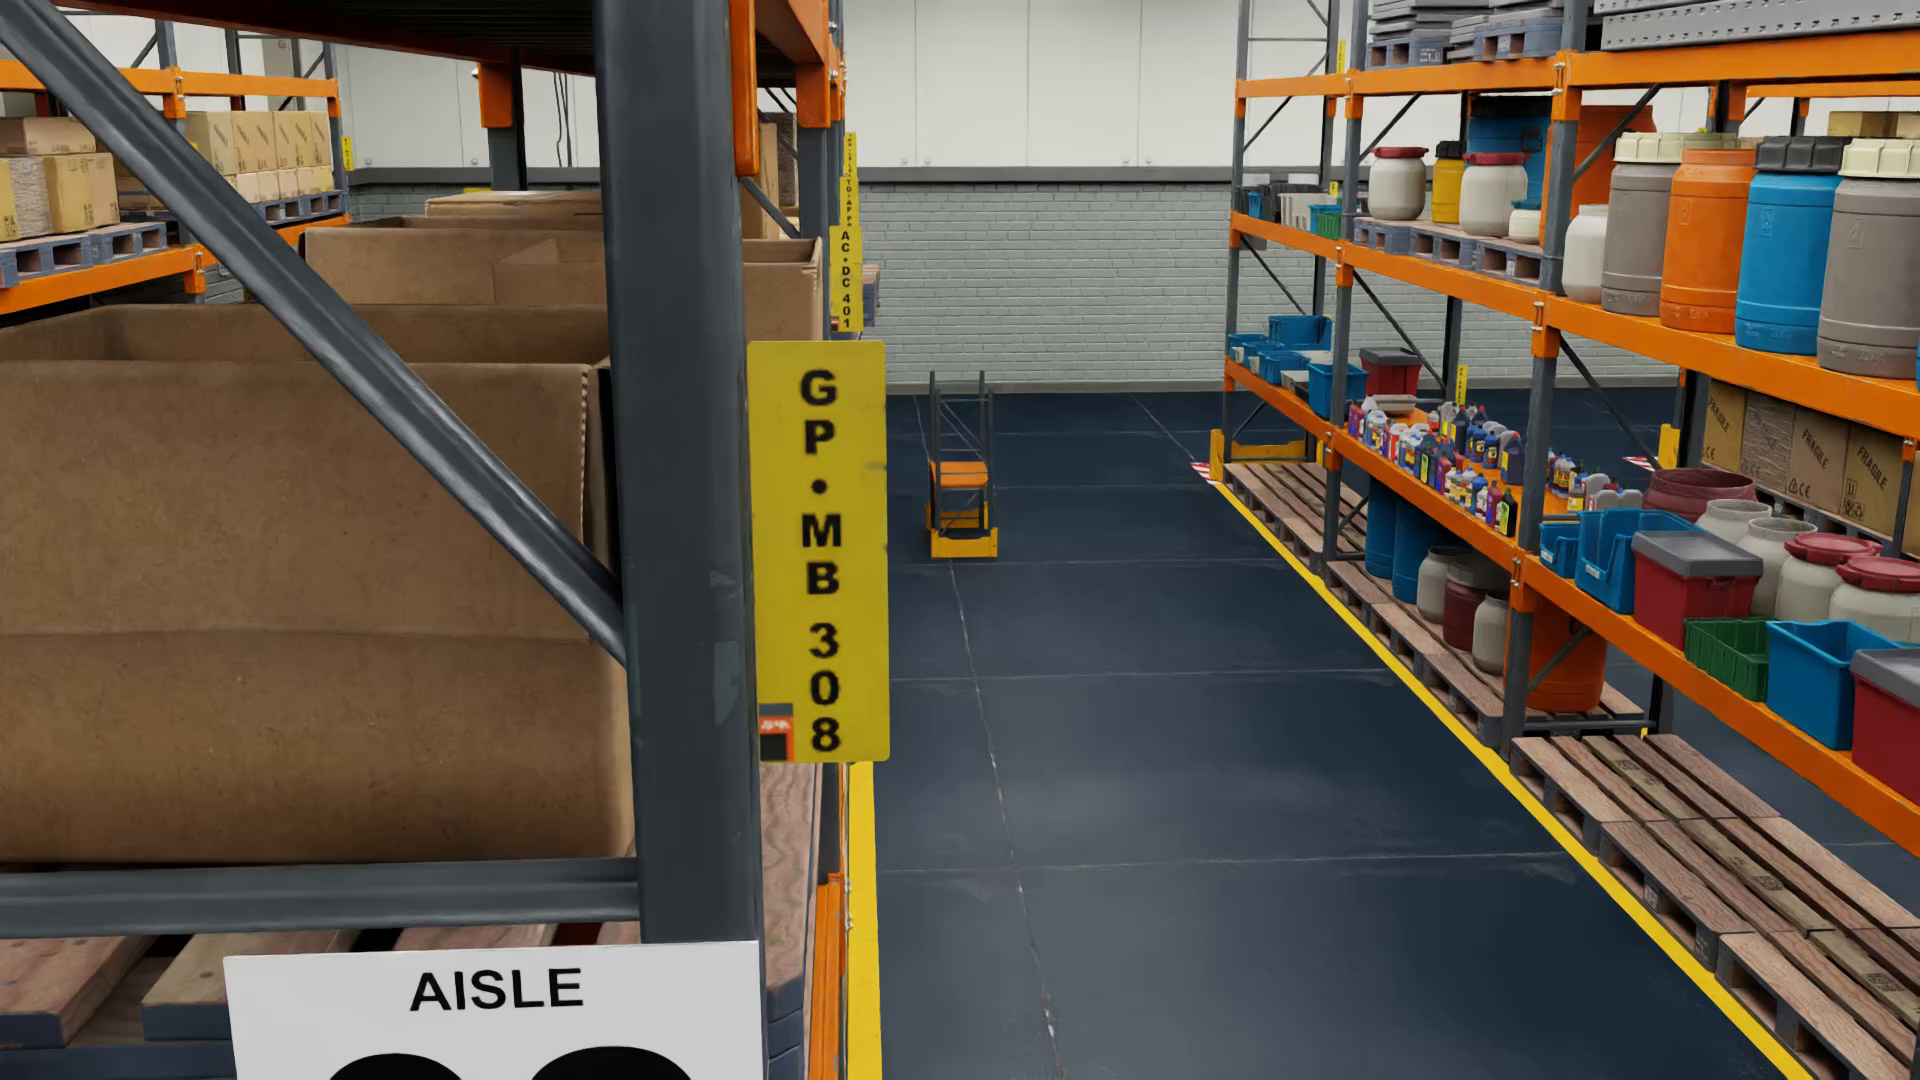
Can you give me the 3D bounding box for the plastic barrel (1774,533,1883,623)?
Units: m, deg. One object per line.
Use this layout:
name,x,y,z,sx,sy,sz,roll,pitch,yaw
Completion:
plastic barrel,4.125,0.267,7.918,0.433,0.535,0.433,0,14,0

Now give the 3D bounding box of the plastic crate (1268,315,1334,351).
plastic crate,3.501,-2.086,17.145,0.616,0.435,0.499,-1,14,-3

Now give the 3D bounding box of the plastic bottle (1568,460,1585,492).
plastic bottle,4.080,-0.393,10.991,0.061,0.283,0.133,-1,14,-3

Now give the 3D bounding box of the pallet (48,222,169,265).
pallet,-6.240,-2.105,11.775,0.805,0.209,1.217,-1,15,-6

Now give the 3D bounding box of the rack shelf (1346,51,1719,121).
rack shelf,3.666,-2.991,11.062,1.077,0.370,4.000,-1,14,-3

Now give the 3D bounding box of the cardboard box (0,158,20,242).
cardboard box,-6.292,-2.080,10.211,0.700,0.500,0.500,0,14,-1

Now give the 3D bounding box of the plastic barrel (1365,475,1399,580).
plastic barrel,3.559,-0.177,13.285,0.600,0.901,0.708,-1,14,-3

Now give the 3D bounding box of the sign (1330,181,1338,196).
sign,3.842,-3.534,17.157,0.100,0.325,0.005,-1,14,-3

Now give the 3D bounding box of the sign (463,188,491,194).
sign,-1.447,-0.905,5.057,0.100,0.325,0.005,-1,14,-3

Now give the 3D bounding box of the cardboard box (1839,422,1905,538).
cardboard box,8.525,-0.541,14.755,0.875,0.875,0.875,-1,14,-3

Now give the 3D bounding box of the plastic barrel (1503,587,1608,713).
plastic barrel,3.743,0.596,10.426,0.600,0.830,0.708,-1,14,-3

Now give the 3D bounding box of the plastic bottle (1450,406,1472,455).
plastic bottle,3.793,-0.829,12.553,0.144,0.351,0.185,-1,14,-3

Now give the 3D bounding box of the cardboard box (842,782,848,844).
cardboard box,-0.780,1.308,7.697,0.500,0.311,0.500,0,14,-2

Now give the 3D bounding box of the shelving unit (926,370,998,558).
shelving unit,0.005,-0.707,14.989,0.587,1.500,1.083,-1,14,-3

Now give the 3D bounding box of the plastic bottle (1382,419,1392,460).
plastic bottle,3.194,-0.750,12.379,0.061,0.283,0.133,-1,14,-3

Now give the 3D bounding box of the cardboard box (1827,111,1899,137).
cardboard box,8.353,-3.810,15.269,0.500,0.250,0.500,-1,14,-5

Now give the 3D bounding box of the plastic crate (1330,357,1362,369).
plastic crate,3.631,-1.479,15.097,0.437,0.282,0.530,-1,14,-3

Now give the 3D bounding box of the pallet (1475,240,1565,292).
pallet,3.840,-1.683,10.131,1.003,0.211,1.213,-1,14,-3

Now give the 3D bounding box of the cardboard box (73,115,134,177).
cardboard box,-6.622,-3.137,13.156,0.500,0.500,0.500,-1,14,-4

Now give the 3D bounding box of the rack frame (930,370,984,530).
rack frame,-0.026,-0.832,15.472,0.500,1.500,0.032,-1,14,-3

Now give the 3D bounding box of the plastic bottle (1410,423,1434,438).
plastic bottle,3.400,-0.716,12.262,0.152,0.276,0.135,-1,14,-3

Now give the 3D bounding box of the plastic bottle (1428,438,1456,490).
plastic bottle,3.300,-0.525,11.369,0.144,0.351,0.185,-1,14,-3

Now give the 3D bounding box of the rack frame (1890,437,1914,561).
rack frame,8.486,-1.202,13.900,1.000,3.000,0.127,-1,14,-3

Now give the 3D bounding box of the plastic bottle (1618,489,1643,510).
plastic bottle,4.086,-0.183,10.190,0.152,0.276,0.135,-1,14,-3

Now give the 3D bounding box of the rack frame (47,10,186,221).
rack frame,-6.346,-3.877,12.261,1.000,3.000,0.127,-1,14,-3

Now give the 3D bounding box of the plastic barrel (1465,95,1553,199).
plastic barrel,3.801,-2.602,11.474,0.600,0.901,0.708,-1,14,-3

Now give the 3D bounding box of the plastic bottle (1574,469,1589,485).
plastic bottle,4.016,-0.324,10.747,0.097,0.271,0.097,0,14,0

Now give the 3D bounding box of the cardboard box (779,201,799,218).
cardboard box,-1.215,-1.664,9.476,0.910,0.500,0.500,-1,14,-3

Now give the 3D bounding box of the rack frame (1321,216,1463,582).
rack frame,3.542,-1.125,13.603,1.000,3.000,0.127,-1,14,-3

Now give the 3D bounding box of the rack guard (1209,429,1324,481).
rack guard,3.280,-0.915,17.803,1.175,0.500,0.348,-1,14,-3

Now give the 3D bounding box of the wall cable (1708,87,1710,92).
wall cable,11.327,-8.119,22.290,2.277,5.999,0.120,-1,14,-3

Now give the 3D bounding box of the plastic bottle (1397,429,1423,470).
plastic bottle,3.262,-0.656,12.029,0.152,0.276,0.135,-1,14,-3

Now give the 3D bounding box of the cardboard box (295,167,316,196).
cardboard box,-6.250,-3.291,15.260,0.500,0.250,0.500,-1,14,-6

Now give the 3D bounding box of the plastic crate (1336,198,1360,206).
plastic crate,3.640,-3.229,16.186,0.450,0.188,0.336,-1,14,-3

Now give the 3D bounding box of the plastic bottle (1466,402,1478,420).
plastic bottle,3.926,-0.878,12.740,0.144,0.351,0.185,-1,14,-3

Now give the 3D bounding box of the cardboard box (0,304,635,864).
cardboard box,-0.690,0.018,1.809,0.797,0.503,0.637,0,14,0

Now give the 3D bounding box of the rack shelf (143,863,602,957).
rack shelf,-0.782,0.333,3.359,1.077,0.370,4.000,-1,14,-3

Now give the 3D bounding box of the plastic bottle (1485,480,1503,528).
plastic bottle,3.325,-0.225,10.339,0.061,0.283,0.133,-1,14,-3

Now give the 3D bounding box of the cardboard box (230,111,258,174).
cardboard box,-6.148,-3.276,13.697,0.500,0.500,0.500,-1,14,-5

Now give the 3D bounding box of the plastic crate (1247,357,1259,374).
plastic crate,2.960,-1.705,16.265,0.250,0.136,0.298,-1,14,-3

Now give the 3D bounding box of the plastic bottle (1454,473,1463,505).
plastic bottle,3.306,-0.335,10.933,0.097,0.201,0.097,0,14,0

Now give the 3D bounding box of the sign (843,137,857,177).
sign,-0.848,-2.953,12.859,0.100,0.325,0.005,-1,14,-3

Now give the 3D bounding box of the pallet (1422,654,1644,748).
pallet,3.699,1.025,10.843,1.003,0.211,1.213,-1,14,-3

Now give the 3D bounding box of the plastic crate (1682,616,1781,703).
plastic crate,3.648,0.538,7.563,0.450,0.188,0.662,-1,14,-3

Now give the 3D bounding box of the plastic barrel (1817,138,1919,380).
plastic barrel,3.749,-1.117,6.545,0.600,0.901,0.600,0,14,0

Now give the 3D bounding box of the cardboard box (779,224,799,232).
cardboard box,-1.019,-1.396,8.095,0.500,0.250,0.500,0,14,-2

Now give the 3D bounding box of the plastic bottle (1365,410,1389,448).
plastic bottle,3.213,-0.853,12.794,0.152,0.276,0.135,-1,14,-3

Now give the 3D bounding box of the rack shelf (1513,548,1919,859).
rack shelf,3.914,0.716,7.893,1.077,0.370,4.000,-1,14,-3

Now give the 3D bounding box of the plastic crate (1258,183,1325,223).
plastic crate,3.115,-3.158,15.610,0.504,0.338,0.767,-1,14,-3

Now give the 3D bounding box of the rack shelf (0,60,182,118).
rack shelf,-6.222,-2.838,10.467,1.077,0.370,4.000,-1,14,-3

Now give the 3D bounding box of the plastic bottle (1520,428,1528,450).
plastic bottle,3.994,-0.604,11.675,0.144,0.351,0.185,-1,14,-3

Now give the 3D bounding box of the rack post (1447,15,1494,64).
rack post,3.795,-3.287,10.969,0.937,0.300,0.954,1,14,3

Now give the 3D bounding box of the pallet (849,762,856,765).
pallet,-1.163,1.110,10.514,1.003,0.211,1.213,-1,14,-3

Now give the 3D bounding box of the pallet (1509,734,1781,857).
pallet,3.799,1.413,9.333,1.003,0.211,1.213,-1,14,-3

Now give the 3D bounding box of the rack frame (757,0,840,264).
rack frame,-1.154,-2.960,8.695,1.000,3.000,0.127,-1,14,-3
